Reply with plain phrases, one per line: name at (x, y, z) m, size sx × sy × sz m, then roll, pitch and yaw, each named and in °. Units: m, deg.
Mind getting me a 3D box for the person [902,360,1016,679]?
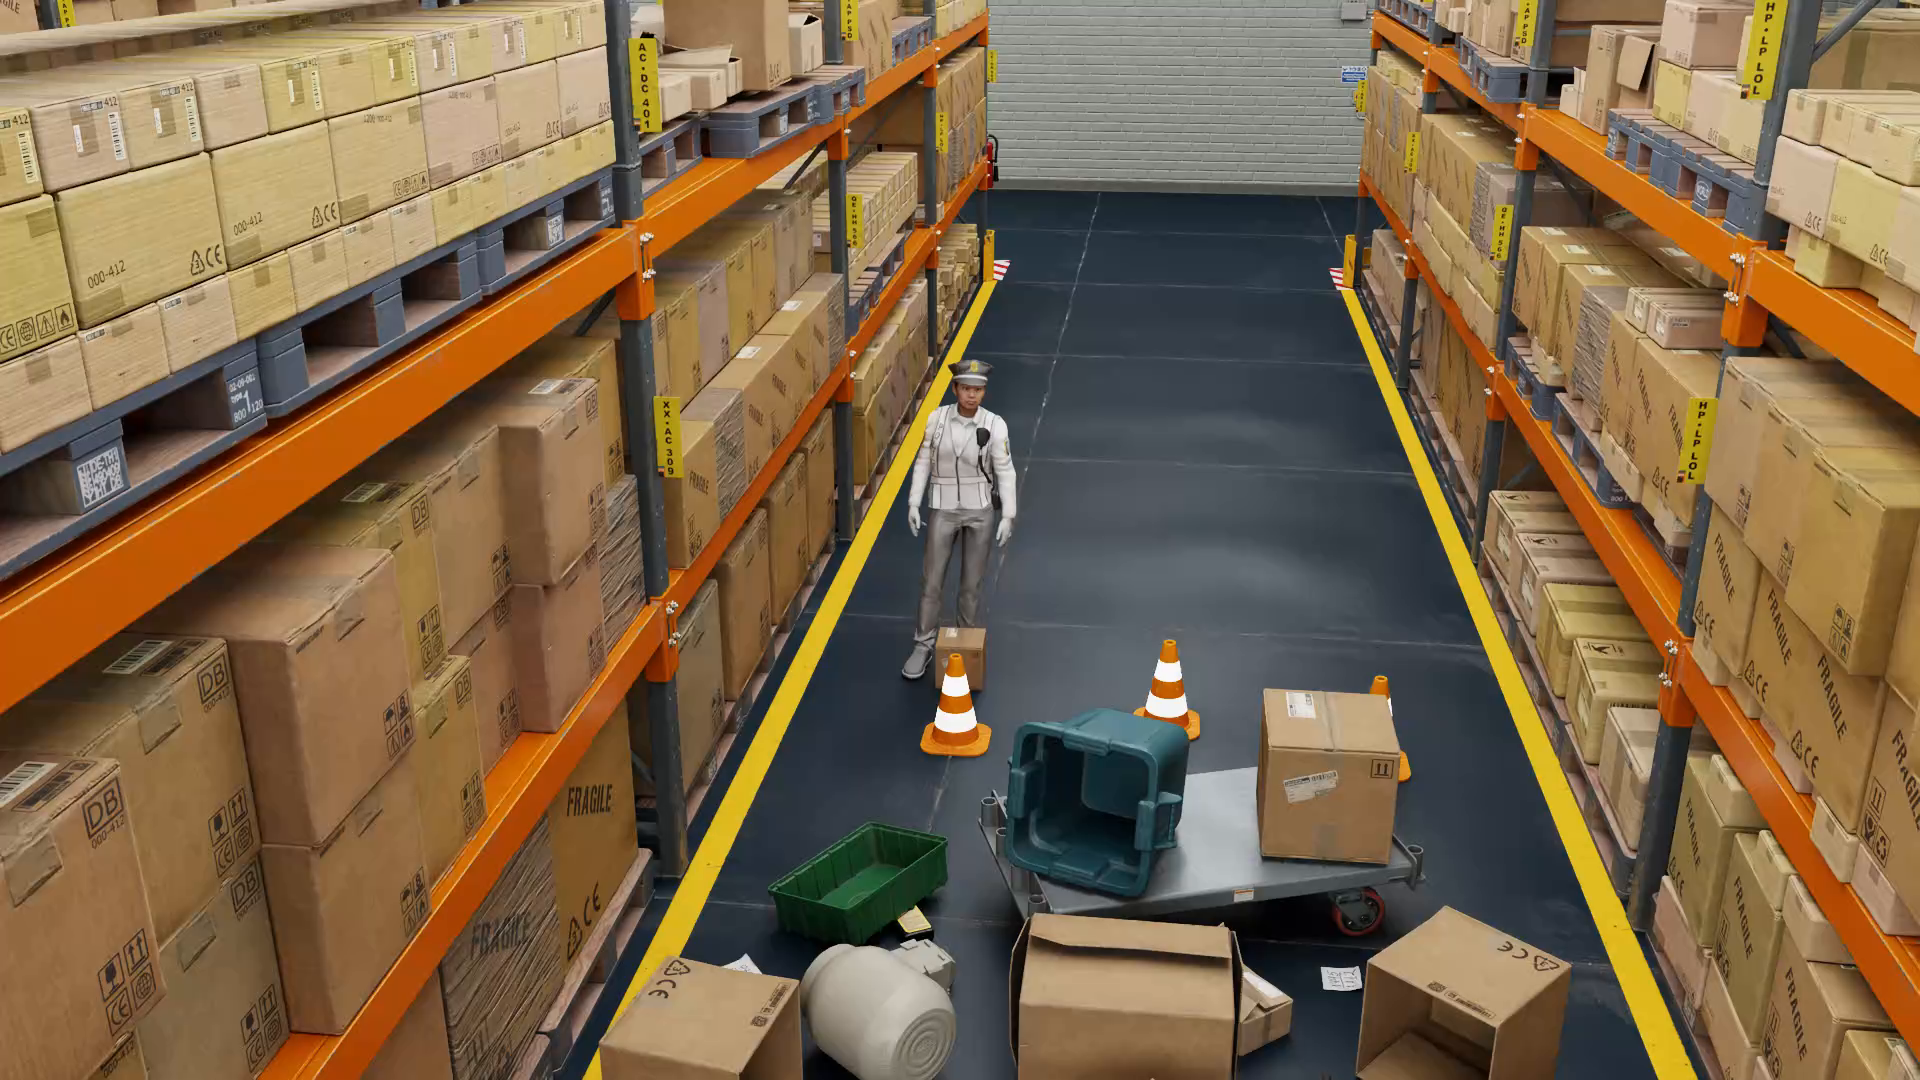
person at (0.001, -0.121, 8.823) m, size 0.587 × 1.694 × 0.529 m, roll 3°, pitch 21°, yaw 6°
